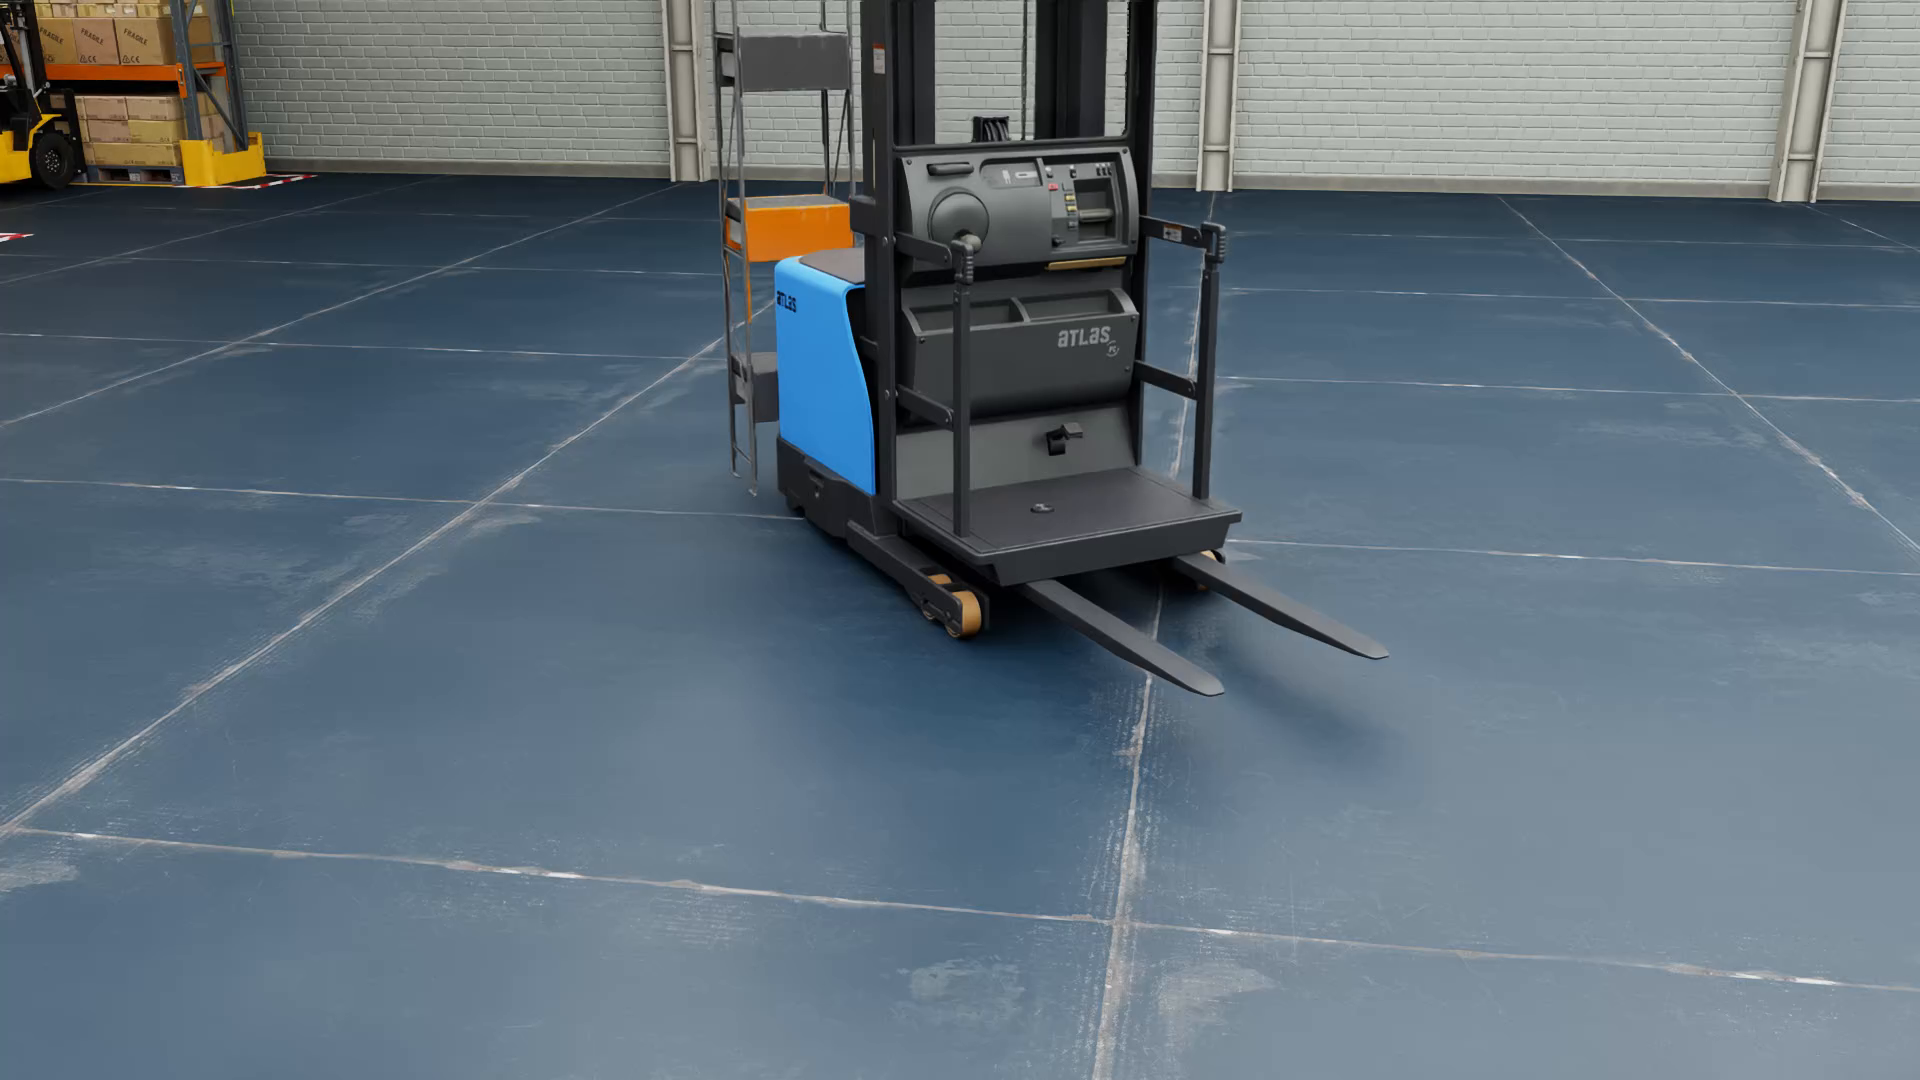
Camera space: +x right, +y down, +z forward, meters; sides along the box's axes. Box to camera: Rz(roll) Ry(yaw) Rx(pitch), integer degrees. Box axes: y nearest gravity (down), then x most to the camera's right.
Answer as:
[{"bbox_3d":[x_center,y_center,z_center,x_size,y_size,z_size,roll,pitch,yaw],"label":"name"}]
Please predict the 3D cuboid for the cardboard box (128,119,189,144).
[{"bbox_3d":[-9.025,-4.638,18.821,0.500,0.250,0.500,3,19,8],"label":"cardboard box"}]

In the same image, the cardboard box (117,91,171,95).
[{"bbox_3d":[-9.433,-5.056,19.282,0.500,0.250,0.500,3,19,9],"label":"cardboard box"}]

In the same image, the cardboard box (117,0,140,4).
[{"bbox_3d":[-9.130,-6.030,18.449,0.250,0.149,0.380,3,19,9],"label":"cardboard box"}]

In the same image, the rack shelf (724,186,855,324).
[{"bbox_3d":[-0.755,-1.261,7.307,0.480,0.518,0.431,-7,20,-21],"label":"rack shelf"}]

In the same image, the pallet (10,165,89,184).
[{"bbox_3d":[-10.457,-4.344,19.454,1.213,0.211,1.003,3,19,9],"label":"pallet"}]

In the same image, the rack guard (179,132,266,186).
[{"bbox_3d":[-8.471,-4.393,19.143,0.348,0.500,1.175,3,19,9],"label":"rack guard"}]

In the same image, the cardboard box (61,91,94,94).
[{"bbox_3d":[-10.430,-5.113,19.451,0.500,0.250,0.500,3,19,8],"label":"cardboard box"}]

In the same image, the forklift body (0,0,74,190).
[{"bbox_3d":[-10.656,-4.701,17.462,1.214,2.155,2.313,3,19,9],"label":"forklift body"}]

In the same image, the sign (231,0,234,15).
[{"bbox_3d":[-8.401,-6.201,19.119,0.005,0.325,0.100,3,19,9],"label":"sign"}]

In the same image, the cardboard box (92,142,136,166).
[{"bbox_3d":[-9.498,-4.427,18.978,0.500,0.250,0.500,3,19,9],"label":"cardboard box"}]

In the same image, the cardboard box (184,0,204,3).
[{"bbox_3d":[-8.792,-6.159,18.835,0.250,0.149,0.380,3,19,8],"label":"cardboard box"}]

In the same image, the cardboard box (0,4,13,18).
[{"bbox_3d":[-10.647,-5.953,18.688,0.250,0.149,0.380,3,19,8],"label":"cardboard box"}]

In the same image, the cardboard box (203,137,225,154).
[{"bbox_3d":[-8.949,-4.560,19.377,0.500,0.250,0.500,3,19,9],"label":"cardboard box"}]

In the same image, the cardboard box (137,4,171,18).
[{"bbox_3d":[-8.881,-5.864,18.421,0.250,0.149,0.380,3,19,9],"label":"cardboard box"}]

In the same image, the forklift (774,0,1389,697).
[{"bbox_3d":[0.325,-1.209,5.798,1.130,2.935,3.031,-9,21,-25],"label":"forklift"}]

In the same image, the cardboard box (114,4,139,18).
[{"bbox_3d":[-9.138,-5.867,18.432,0.250,0.149,0.380,3,19,10],"label":"cardboard box"}]

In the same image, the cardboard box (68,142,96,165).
[{"bbox_3d":[-9.991,-4.455,19.062,0.500,0.250,0.500,3,19,9],"label":"cardboard box"}]

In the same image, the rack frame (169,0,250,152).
[{"bbox_3d":[-8.495,-5.579,18.750,0.127,3.000,1.000,3,19,9],"label":"rack frame"}]

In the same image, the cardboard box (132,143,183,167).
[{"bbox_3d":[-9.009,-4.399,18.895,0.500,0.250,0.500,3,19,9],"label":"cardboard box"}]

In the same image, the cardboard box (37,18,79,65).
[{"bbox_3d":[-10.039,-5.624,18.726,0.500,0.500,0.500,3,19,8],"label":"cardboard box"}]

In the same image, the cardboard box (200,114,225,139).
[{"bbox_3d":[-8.926,-4.800,19.306,0.500,0.250,0.500,3,19,10],"label":"cardboard box"}]

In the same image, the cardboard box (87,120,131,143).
[{"bbox_3d":[-9.518,-4.667,18.907,0.500,0.250,0.500,3,19,8],"label":"cardboard box"}]

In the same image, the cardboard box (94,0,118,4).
[{"bbox_3d":[-9.393,-6.035,18.463,0.250,0.149,0.380,3,19,10],"label":"cardboard box"}]

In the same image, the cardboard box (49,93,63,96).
[{"bbox_3d":[-10.503,-4.948,18.960,0.500,0.250,0.500,3,19,8],"label":"cardboard box"}]

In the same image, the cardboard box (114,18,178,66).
[{"bbox_3d":[-9.022,-5.569,18.562,0.500,0.500,0.500,3,19,7],"label":"cardboard box"}]

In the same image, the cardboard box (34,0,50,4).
[{"bbox_3d":[-10.158,-6.060,18.539,0.250,0.149,0.380,3,19,10],"label":"cardboard box"}]

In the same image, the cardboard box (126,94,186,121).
[{"bbox_3d":[-8.999,-4.874,18.738,0.500,0.250,0.500,4,19,10],"label":"cardboard box"}]

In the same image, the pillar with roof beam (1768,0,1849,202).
[{"bbox_3d":[8.050,-6.487,12.009,0.400,9.000,9.100,3,19,9],"label":"pillar with roof beam"}]

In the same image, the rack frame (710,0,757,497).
[{"bbox_3d":[-0.981,-1.246,7.217,0.015,2.100,0.400,-7,20,-21],"label":"rack frame"}]

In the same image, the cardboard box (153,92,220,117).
[{"bbox_3d":[-8.939,-5.032,19.211,0.500,0.250,0.500,3,19,8],"label":"cardboard box"}]

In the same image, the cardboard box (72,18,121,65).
[{"bbox_3d":[-9.533,-5.598,18.649,0.500,0.500,0.500,4,19,10],"label":"cardboard box"}]

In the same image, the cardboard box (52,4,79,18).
[{"bbox_3d":[-9.899,-5.914,18.572,0.250,0.149,0.380,2,19,7],"label":"cardboard box"}]

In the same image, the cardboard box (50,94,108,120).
[{"bbox_3d":[-10.004,-4.920,18.876,0.500,0.250,0.500,3,19,9],"label":"cardboard box"}]

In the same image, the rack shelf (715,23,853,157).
[{"bbox_3d":[-0.755,-1.925,7.084,0.480,0.518,0.431,-7,20,-21],"label":"rack shelf"}]

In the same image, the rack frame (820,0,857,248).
[{"bbox_3d":[-0.528,-1.303,7.388,0.015,2.100,0.400,-7,20,-21],"label":"rack frame"}]

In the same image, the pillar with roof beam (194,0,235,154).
[{"bbox_3d":[-9.722,-7.393,14.716,0.400,9.000,9.100,3,19,9],"label":"pillar with roof beam"}]

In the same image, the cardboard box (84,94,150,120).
[{"bbox_3d":[-9.504,-4.898,18.810,0.500,0.250,0.500,3,19,10],"label":"cardboard box"}]

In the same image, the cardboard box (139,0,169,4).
[{"bbox_3d":[-8.882,-6.027,18.441,0.250,0.149,0.380,3,19,9],"label":"cardboard box"}]

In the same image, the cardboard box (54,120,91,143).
[{"bbox_3d":[-10.031,-4.686,18.965,0.500,0.250,0.500,2,19,7],"label":"cardboard box"}]

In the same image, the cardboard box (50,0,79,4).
[{"bbox_3d":[-9.902,-6.049,18.505,0.250,0.149,0.380,3,19,10],"label":"cardboard box"}]

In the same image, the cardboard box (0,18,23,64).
[{"bbox_3d":[-10.537,-5.646,18.791,0.500,0.500,0.500,3,19,9],"label":"cardboard box"}]

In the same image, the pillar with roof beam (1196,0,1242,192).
[{"bbox_3d":[2.126,-6.789,12.911,0.400,9.000,9.100,3,19,9],"label":"pillar with roof beam"}]

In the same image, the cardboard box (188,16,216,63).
[{"bbox_3d":[-8.940,-5.739,19.069,0.500,0.500,0.500,4,19,10],"label":"cardboard box"}]

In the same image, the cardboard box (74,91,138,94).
[{"bbox_3d":[-9.925,-5.085,19.368,0.500,0.250,0.500,3,19,8],"label":"cardboard box"}]

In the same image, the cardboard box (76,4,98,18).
[{"bbox_3d":[-9.628,-5.916,18.576,0.250,0.149,0.380,3,19,8],"label":"cardboard box"}]

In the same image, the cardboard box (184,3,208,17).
[{"bbox_3d":[-8.788,-6.033,18.925,0.250,0.149,0.380,2,19,7],"label":"cardboard box"}]

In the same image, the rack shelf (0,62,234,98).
[{"bbox_3d":[-10.469,-5.339,19.165,4.000,0.370,1.077,3,19,9],"label":"rack shelf"}]

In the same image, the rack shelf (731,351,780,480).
[{"bbox_3d":[-0.755,-0.598,7.529,0.480,0.518,0.431,-7,20,-21],"label":"rack shelf"}]

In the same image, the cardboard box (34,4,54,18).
[{"bbox_3d":[-10.152,-5.921,18.591,0.250,0.149,0.380,3,19,9],"label":"cardboard box"}]

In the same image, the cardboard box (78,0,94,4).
[{"bbox_3d":[-9.627,-6.070,18.570,0.250,0.149,0.380,3,19,9],"label":"cardboard box"}]

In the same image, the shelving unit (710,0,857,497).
[{"bbox_3d":[-0.755,-1.274,7.302,0.503,2.100,0.431,-7,20,-21],"label":"shelving unit"}]

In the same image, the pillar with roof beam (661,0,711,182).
[{"bbox_3d":[-3.798,-7.091,13.814,0.400,9.000,9.100,3,19,9],"label":"pillar with roof beam"}]

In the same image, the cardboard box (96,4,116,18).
[{"bbox_3d":[-9.385,-5.900,18.528,0.250,0.149,0.380,3,19,10],"label":"cardboard box"}]

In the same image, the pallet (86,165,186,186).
[{"bbox_3d":[-9.256,-4.282,19.268,1.213,0.211,1.003,3,19,9],"label":"pallet"}]
